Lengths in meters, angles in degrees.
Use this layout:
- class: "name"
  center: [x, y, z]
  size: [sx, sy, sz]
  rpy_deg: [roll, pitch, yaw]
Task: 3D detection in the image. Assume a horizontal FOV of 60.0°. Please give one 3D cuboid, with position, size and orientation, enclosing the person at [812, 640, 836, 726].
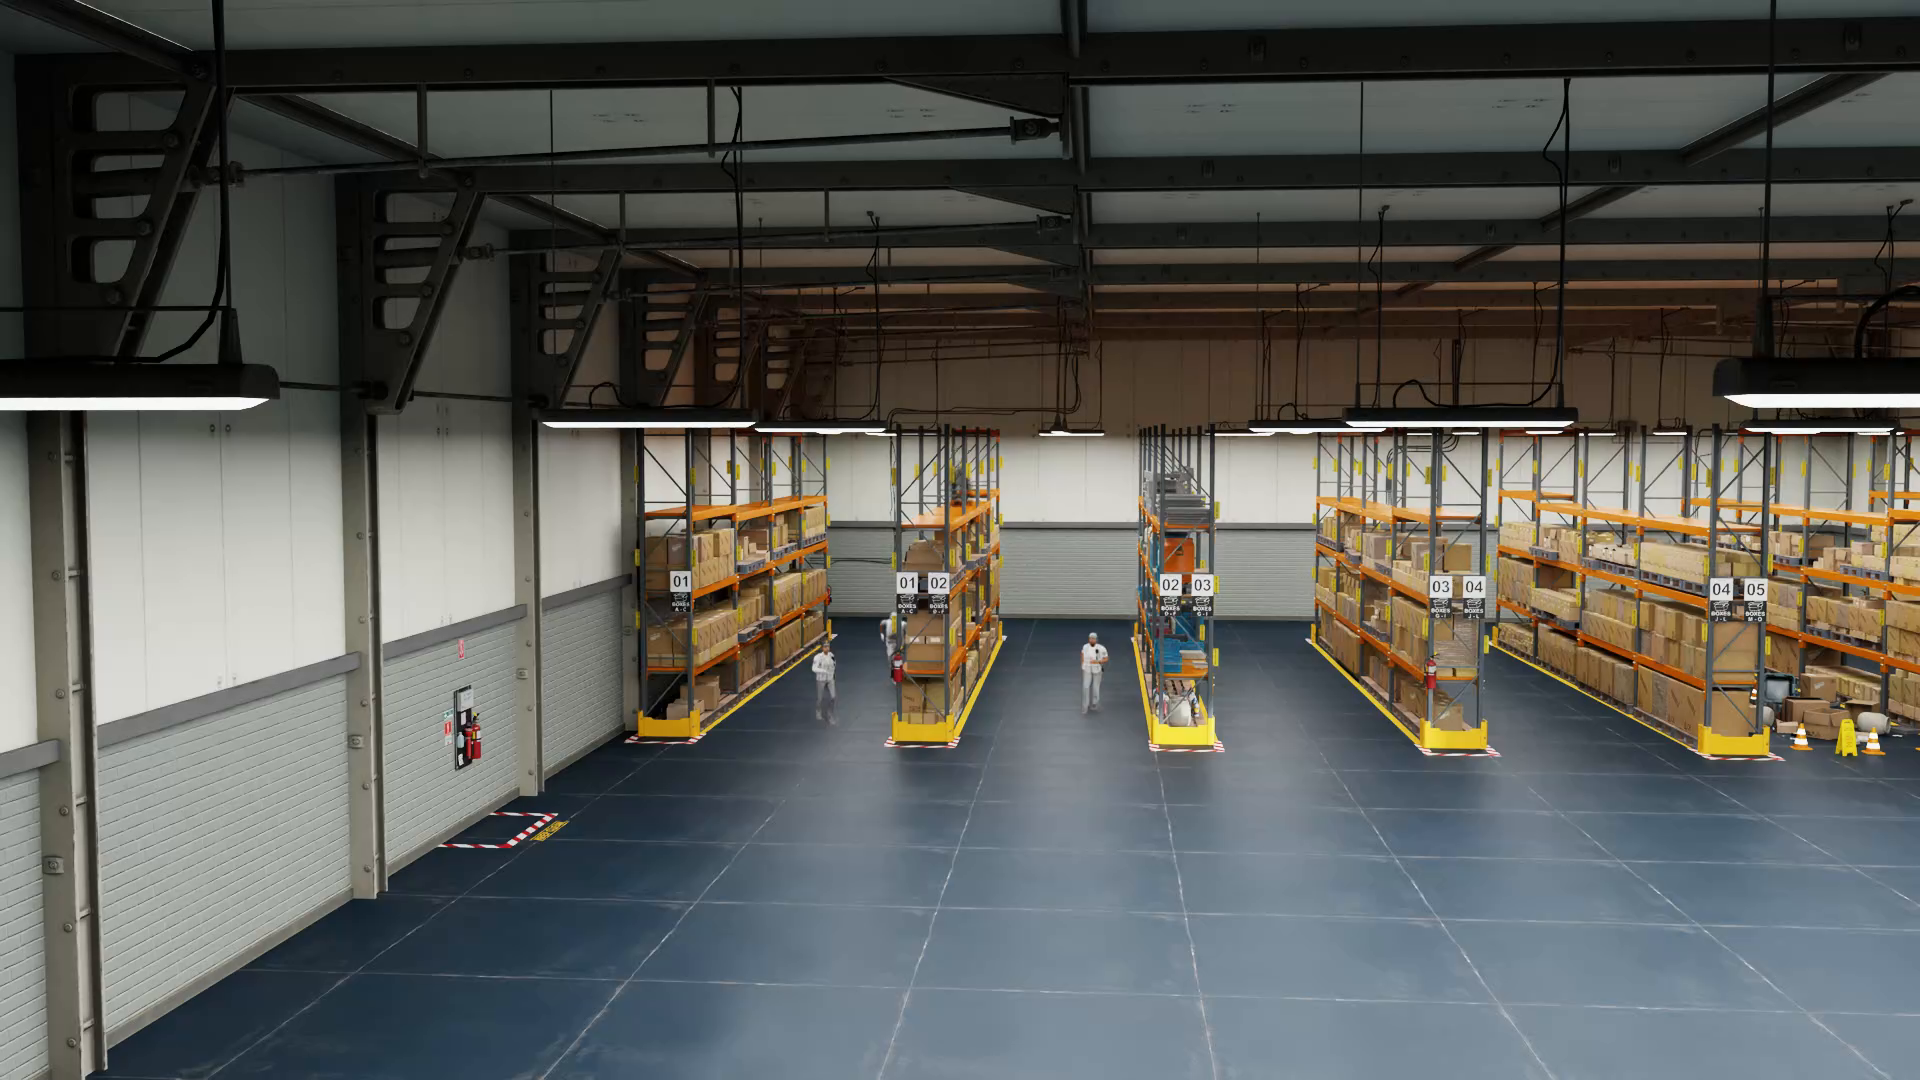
- class: "person"
  center: [-2.718, 2.854, 33.388]
  size: [0.551, 1.736, 0.800]
  rpy_deg: [-1, 4, -20]

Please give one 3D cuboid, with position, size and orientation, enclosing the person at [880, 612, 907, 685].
- class: "person"
  center: [-1.524, 2.520, 39.154]
  size: [0.730, 1.732, 1.055]
  rpy_deg: [0, 3, 4]

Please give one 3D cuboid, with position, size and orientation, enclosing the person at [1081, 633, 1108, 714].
- class: "person"
  center: [2.810, 2.800, 34.796]
  size: [0.594, 1.741, 0.668]
  rpy_deg: [1, 4, 13]

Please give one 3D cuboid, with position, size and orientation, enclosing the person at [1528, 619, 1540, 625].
- class: "person"
  center: [16.382, 1.968, 47.171]
  size: [0.704, 1.646, 0.627]
  rpy_deg: [-2, 4, -34]
